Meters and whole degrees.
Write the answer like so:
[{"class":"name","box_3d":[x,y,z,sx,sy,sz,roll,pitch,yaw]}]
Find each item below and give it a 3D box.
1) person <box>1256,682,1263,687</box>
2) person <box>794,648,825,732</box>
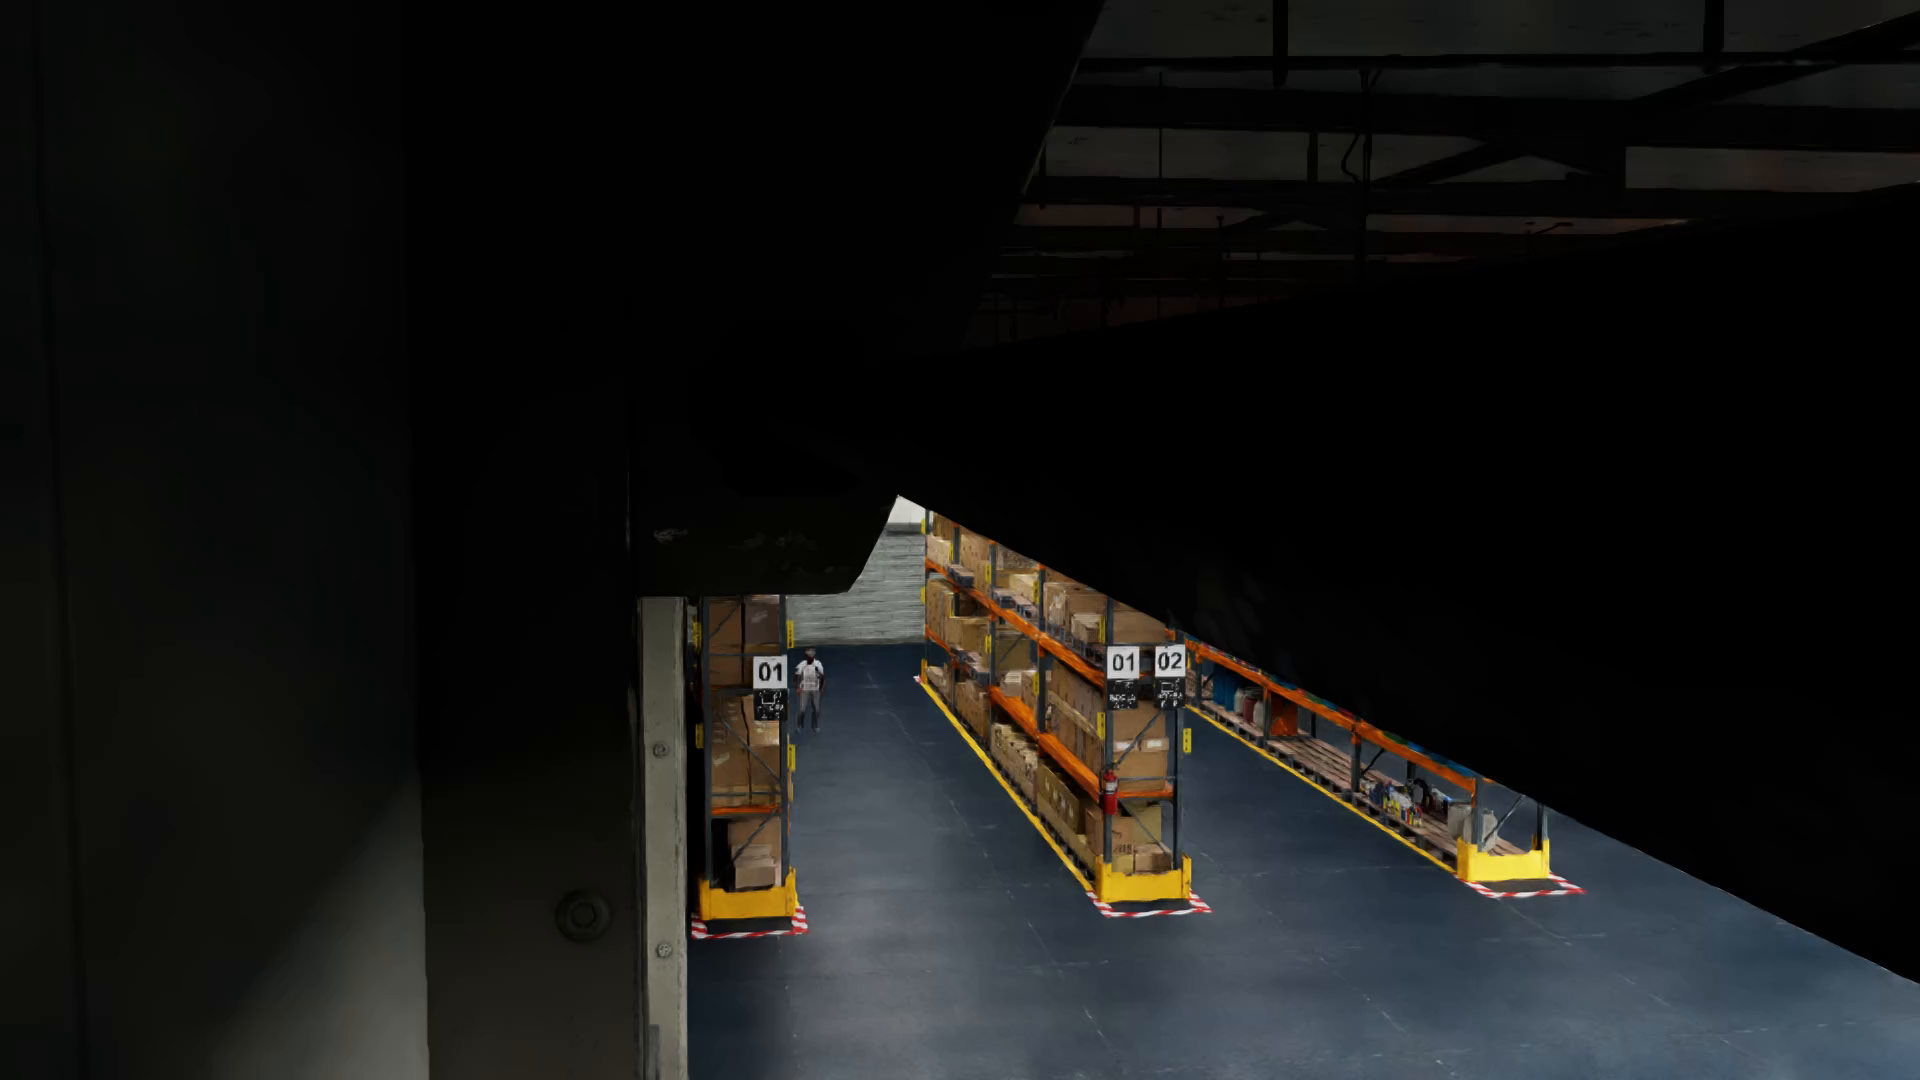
[{"class":"person","box_3d":[6.478,2.296,35.517,0.443,1.786,0.595,-4,6,-39]},{"class":"person","box_3d":[-2.810,2.796,31.068,0.592,1.625,0.532,-1,5,-11]}]
